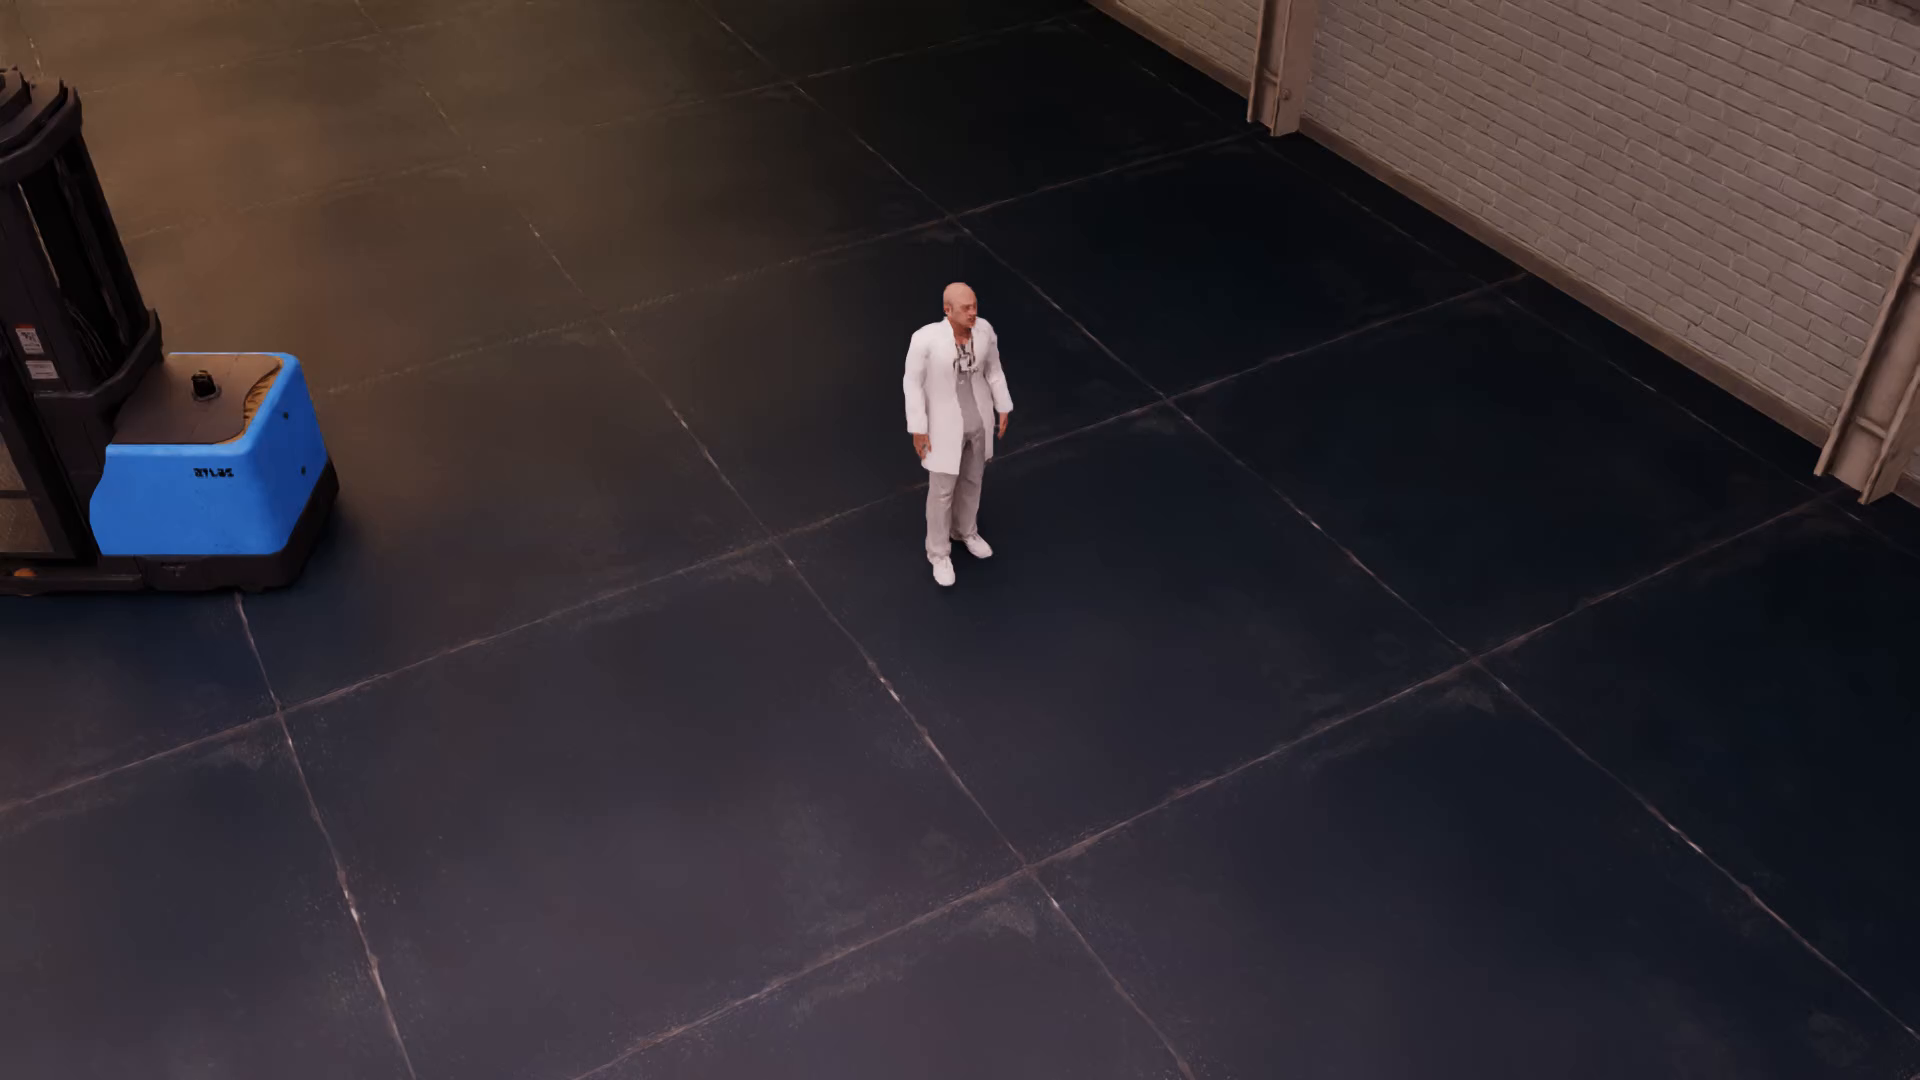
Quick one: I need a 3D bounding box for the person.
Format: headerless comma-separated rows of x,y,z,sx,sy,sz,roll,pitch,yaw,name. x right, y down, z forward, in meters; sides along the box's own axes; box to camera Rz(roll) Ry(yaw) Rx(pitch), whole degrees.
0.042,-0.638,9.698,0.694,1.776,0.579,-20,44,-23,person

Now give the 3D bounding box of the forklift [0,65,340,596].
-5.477,-1.132,9.401,3.031,2.935,1.130,0,40,0,forklift
